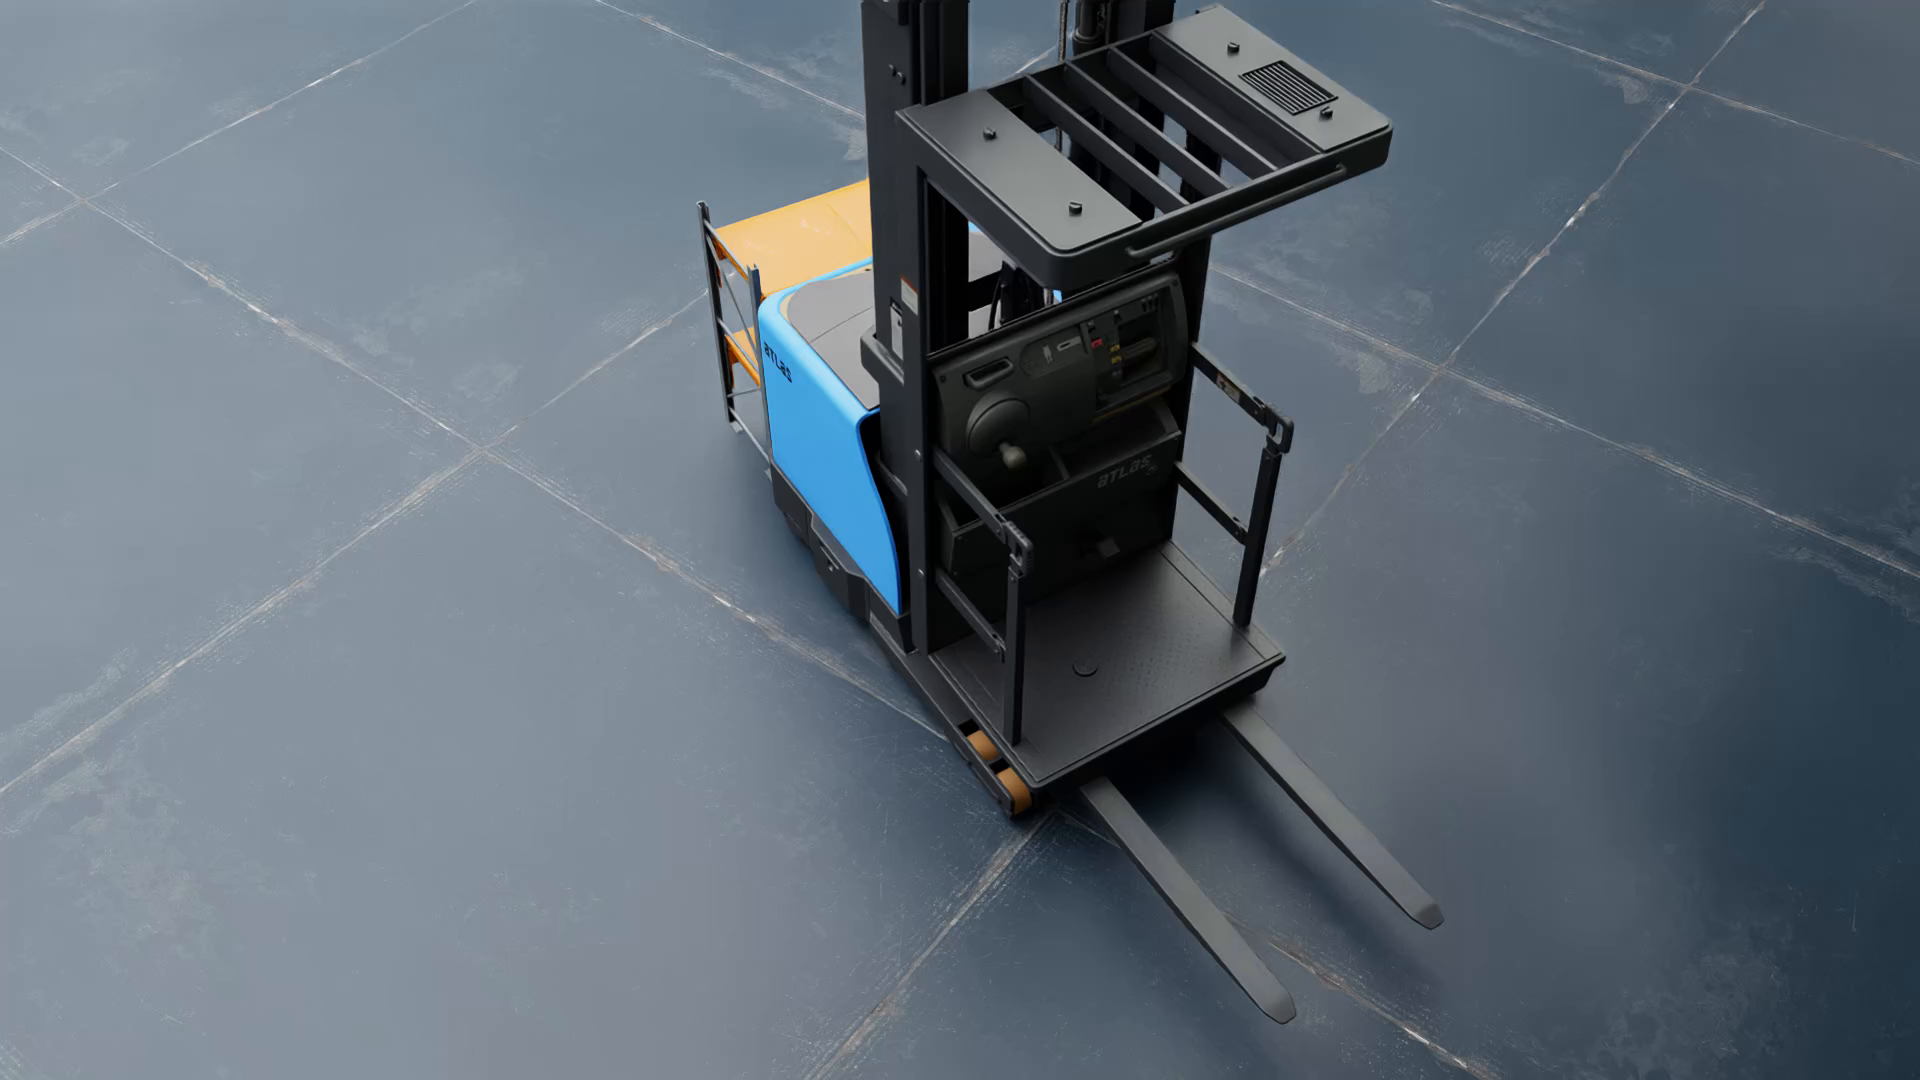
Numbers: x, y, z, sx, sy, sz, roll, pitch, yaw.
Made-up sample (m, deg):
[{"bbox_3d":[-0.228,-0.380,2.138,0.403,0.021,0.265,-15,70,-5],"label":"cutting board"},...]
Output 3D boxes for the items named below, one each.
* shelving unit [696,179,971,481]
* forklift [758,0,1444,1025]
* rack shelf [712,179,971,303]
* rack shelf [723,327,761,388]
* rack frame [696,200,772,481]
[{"bbox_3d":[-0.444,-0.955,6.885,1.048,1.125,0.538,-23,50,-20],"label":"shelving unit"},{"bbox_3d":[0.450,-0.444,5.147,1.130,2.935,3.031,-25,51,-22],"label":"forklift"},{"bbox_3d":[-0.444,-1.158,6.673,1.000,0.278,0.538,-23,50,-20],"label":"rack shelf"},{"bbox_3d":[-0.444,-0.787,7.062,1.000,0.278,0.538,-23,50,-20],"label":"rack shelf"},{"bbox_3d":[-0.883,-0.770,6.707,0.032,1.125,0.500,-23,50,-20],"label":"rack frame"}]
